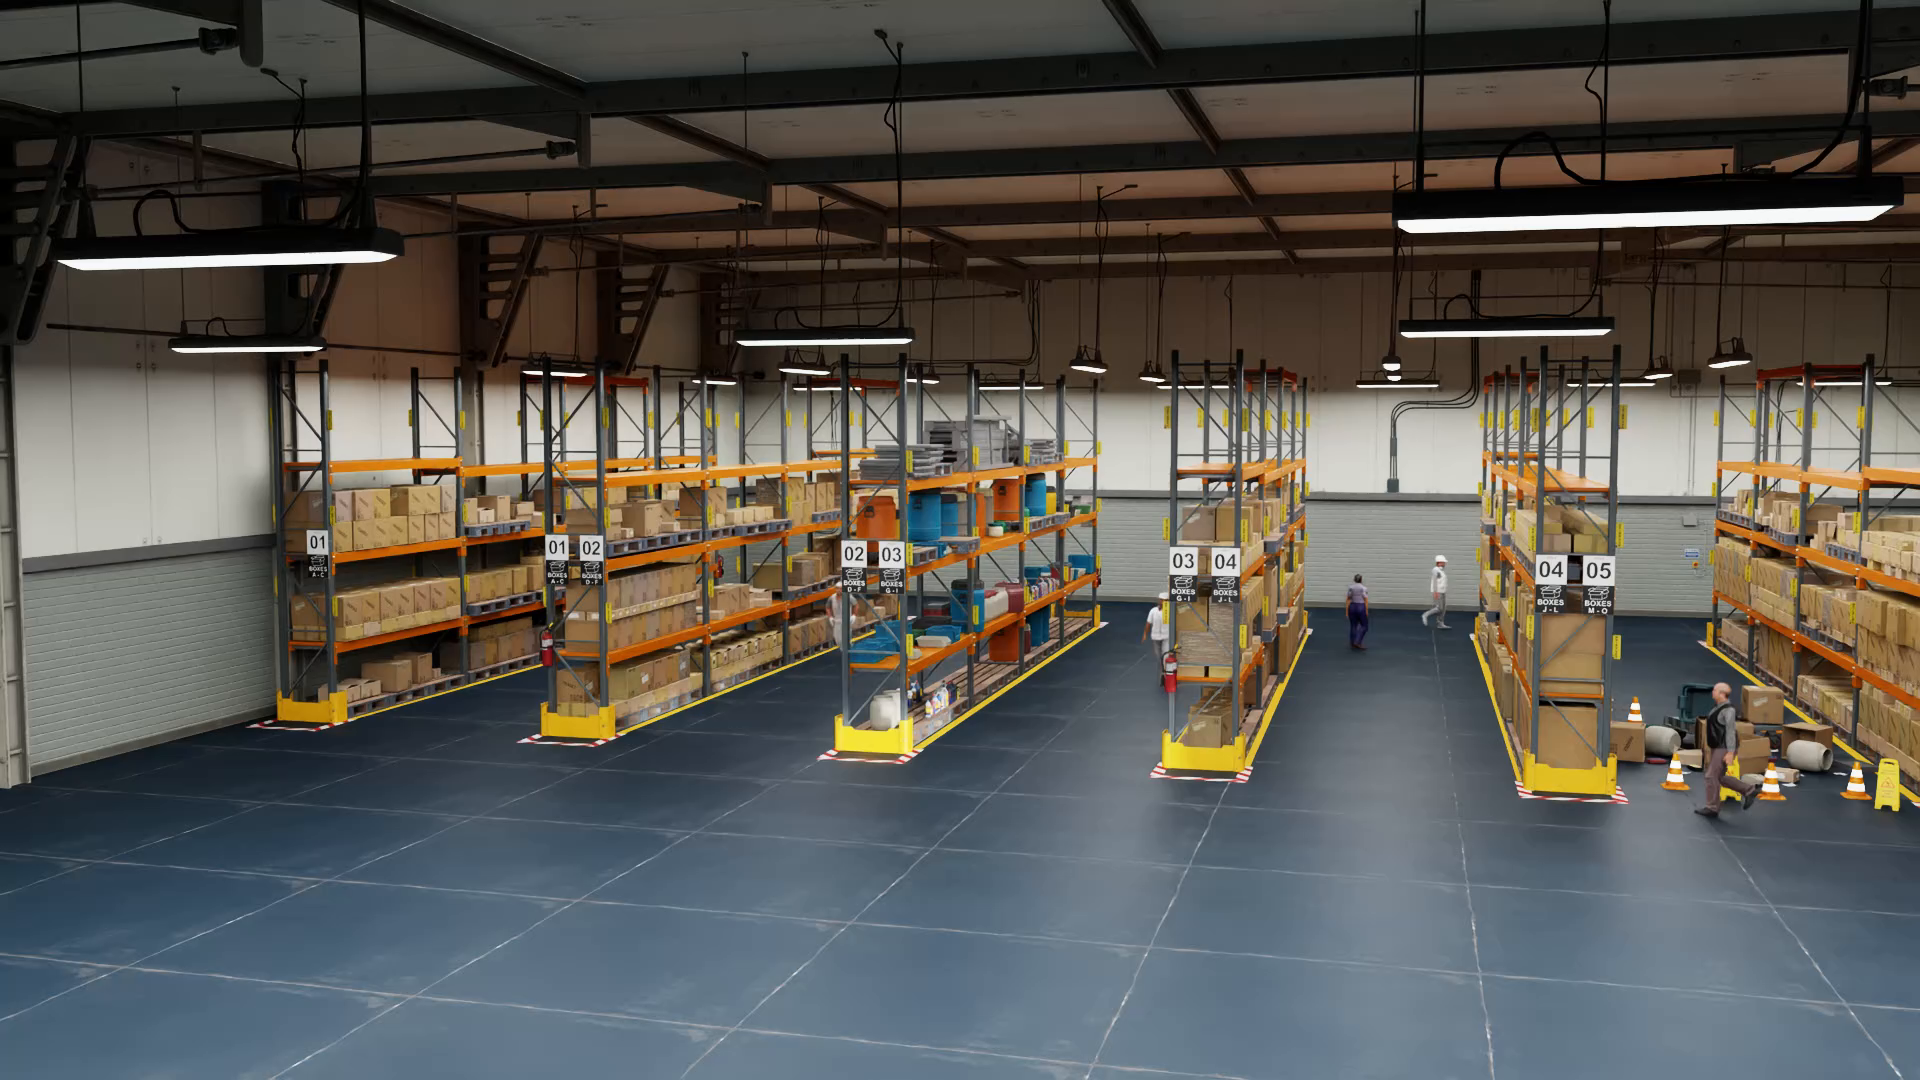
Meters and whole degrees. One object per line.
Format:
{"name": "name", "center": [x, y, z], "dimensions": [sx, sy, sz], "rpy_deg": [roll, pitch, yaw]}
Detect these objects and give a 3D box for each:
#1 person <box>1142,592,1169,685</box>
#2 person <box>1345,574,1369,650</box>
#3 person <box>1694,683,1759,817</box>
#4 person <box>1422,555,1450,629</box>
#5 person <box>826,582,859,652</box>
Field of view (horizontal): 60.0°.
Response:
{"name": "person", "center": [3.799, 1.855, 31.515], "dimensions": [0.669, 1.714, 1.022], "rpy_deg": [2, 4, 20]}
{"name": "person", "center": [8.684, 1.574, 36.376], "dimensions": [0.524, 1.667, 0.436], "rpy_deg": [3, 5, 40]}
{"name": "person", "center": [9.695, 2.640, 20.985], "dimensions": [0.819, 1.695, 0.559], "rpy_deg": [1, 4, 8]}
{"name": "person", "center": [11.409, 1.246, 39.802], "dimensions": [0.619, 1.766, 0.577], "rpy_deg": [3, 5, 34]}
{"name": "person", "center": [-2.440, 1.691, 34.406], "dimensions": [0.644, 1.689, 0.612], "rpy_deg": [2, 4, 23]}
